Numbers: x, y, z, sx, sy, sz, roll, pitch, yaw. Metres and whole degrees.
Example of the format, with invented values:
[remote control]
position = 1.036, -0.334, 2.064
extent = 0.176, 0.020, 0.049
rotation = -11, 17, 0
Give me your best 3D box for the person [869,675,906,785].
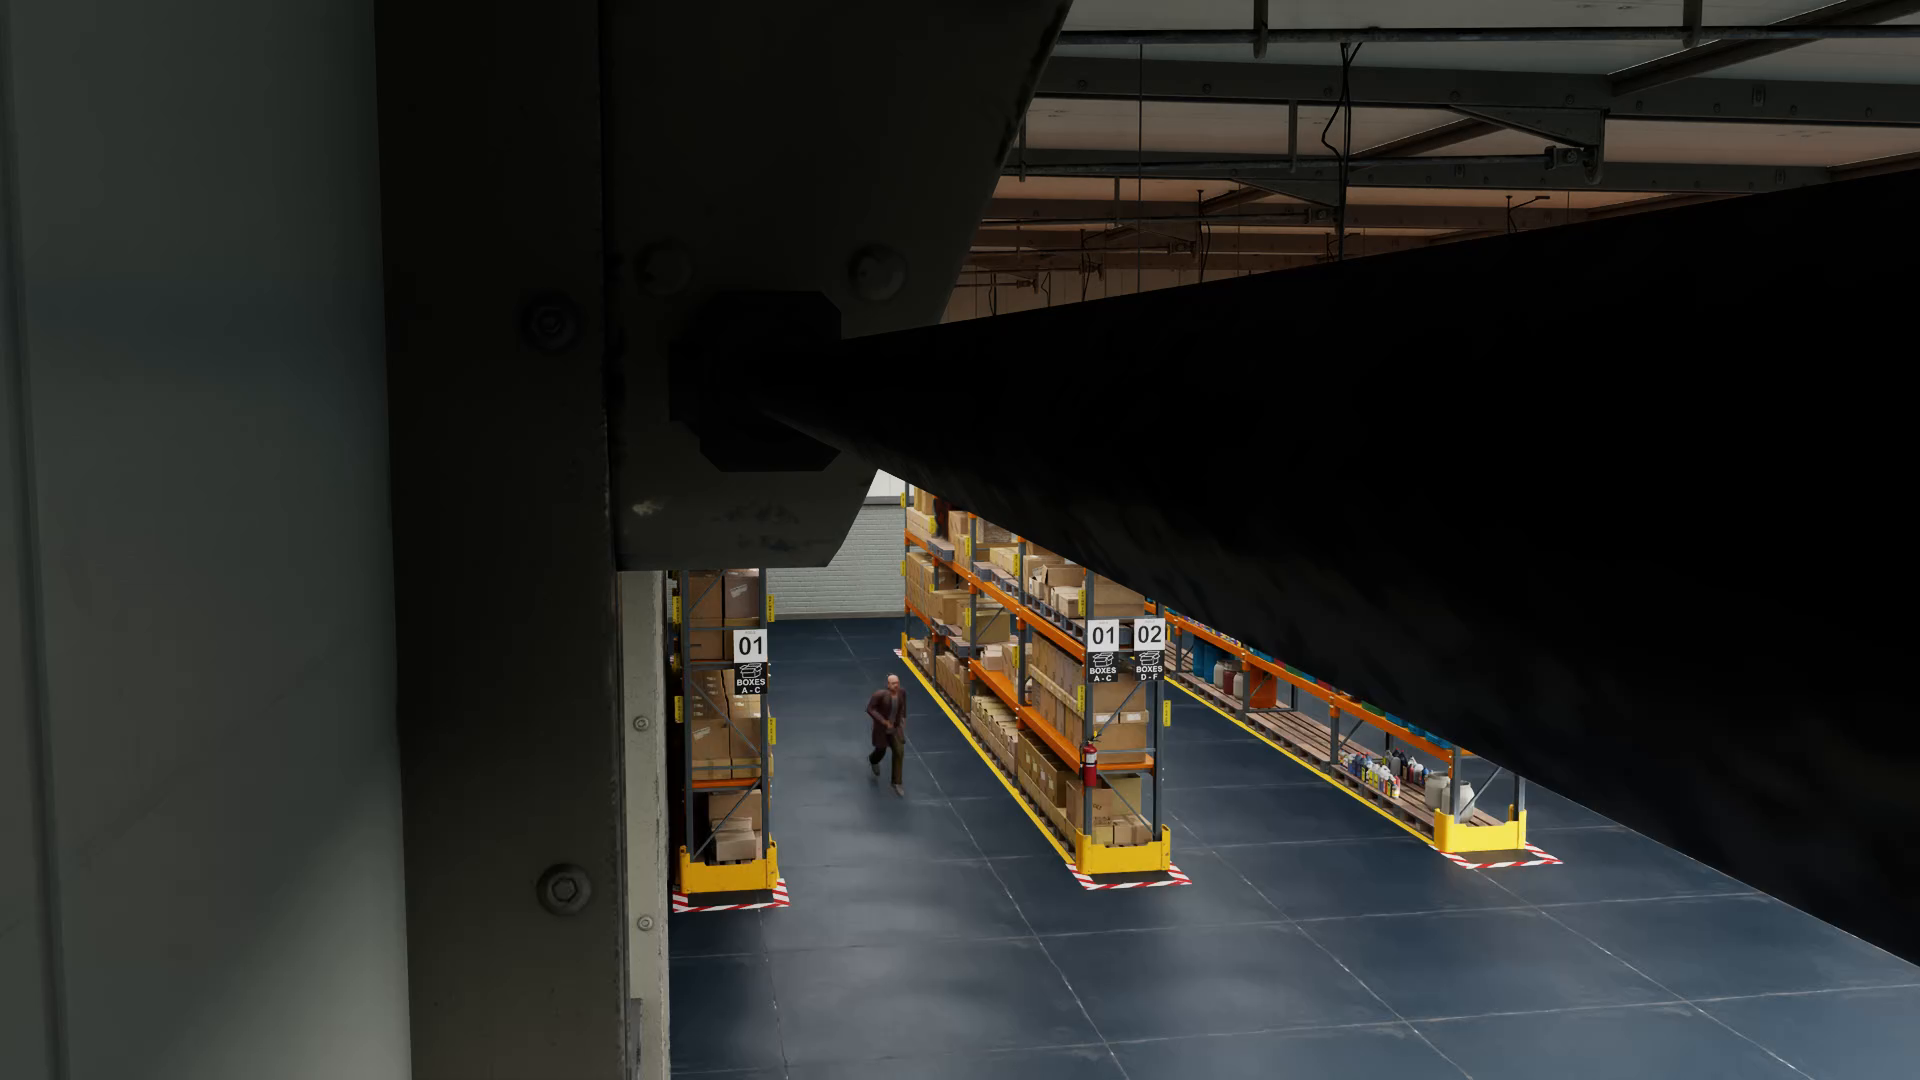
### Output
[person]
position = -1.113, 2.796, 25.021
extent = 0.670, 1.626, 1.017
rotation = -3, 6, -24
